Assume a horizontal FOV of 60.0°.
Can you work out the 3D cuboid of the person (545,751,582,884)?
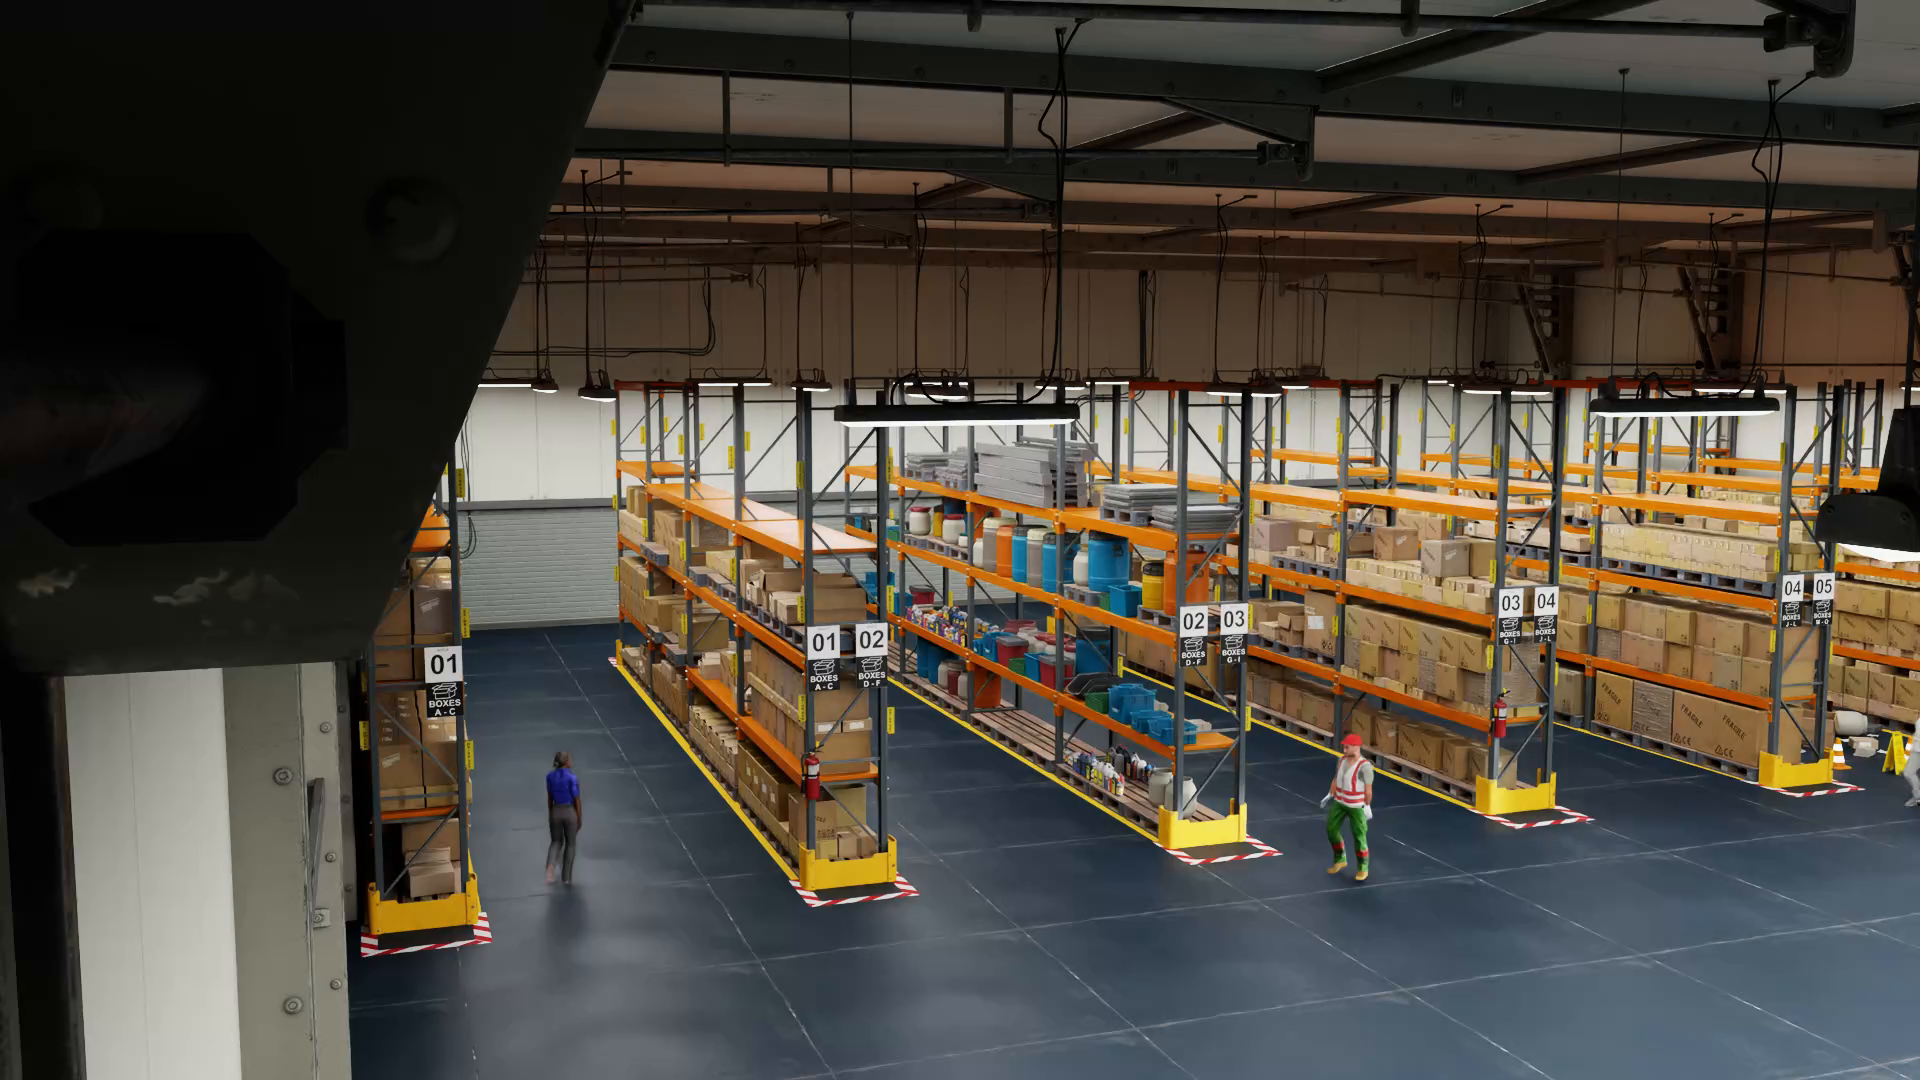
[{"bbox_3d":[-4.812,3.381,20.143,0.453,1.635,0.555,1,6,11],"label":"person"}]

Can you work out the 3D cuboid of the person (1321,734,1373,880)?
[{"bbox_3d":[4.777,3.258,20.498,0.368,1.788,0.668,-5,8,-40],"label":"person"}]

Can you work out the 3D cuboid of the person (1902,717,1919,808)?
[{"bbox_3d":[13.683,3.022,23.509,0.430,1.679,0.582,-5,8,-37],"label":"person"}]
